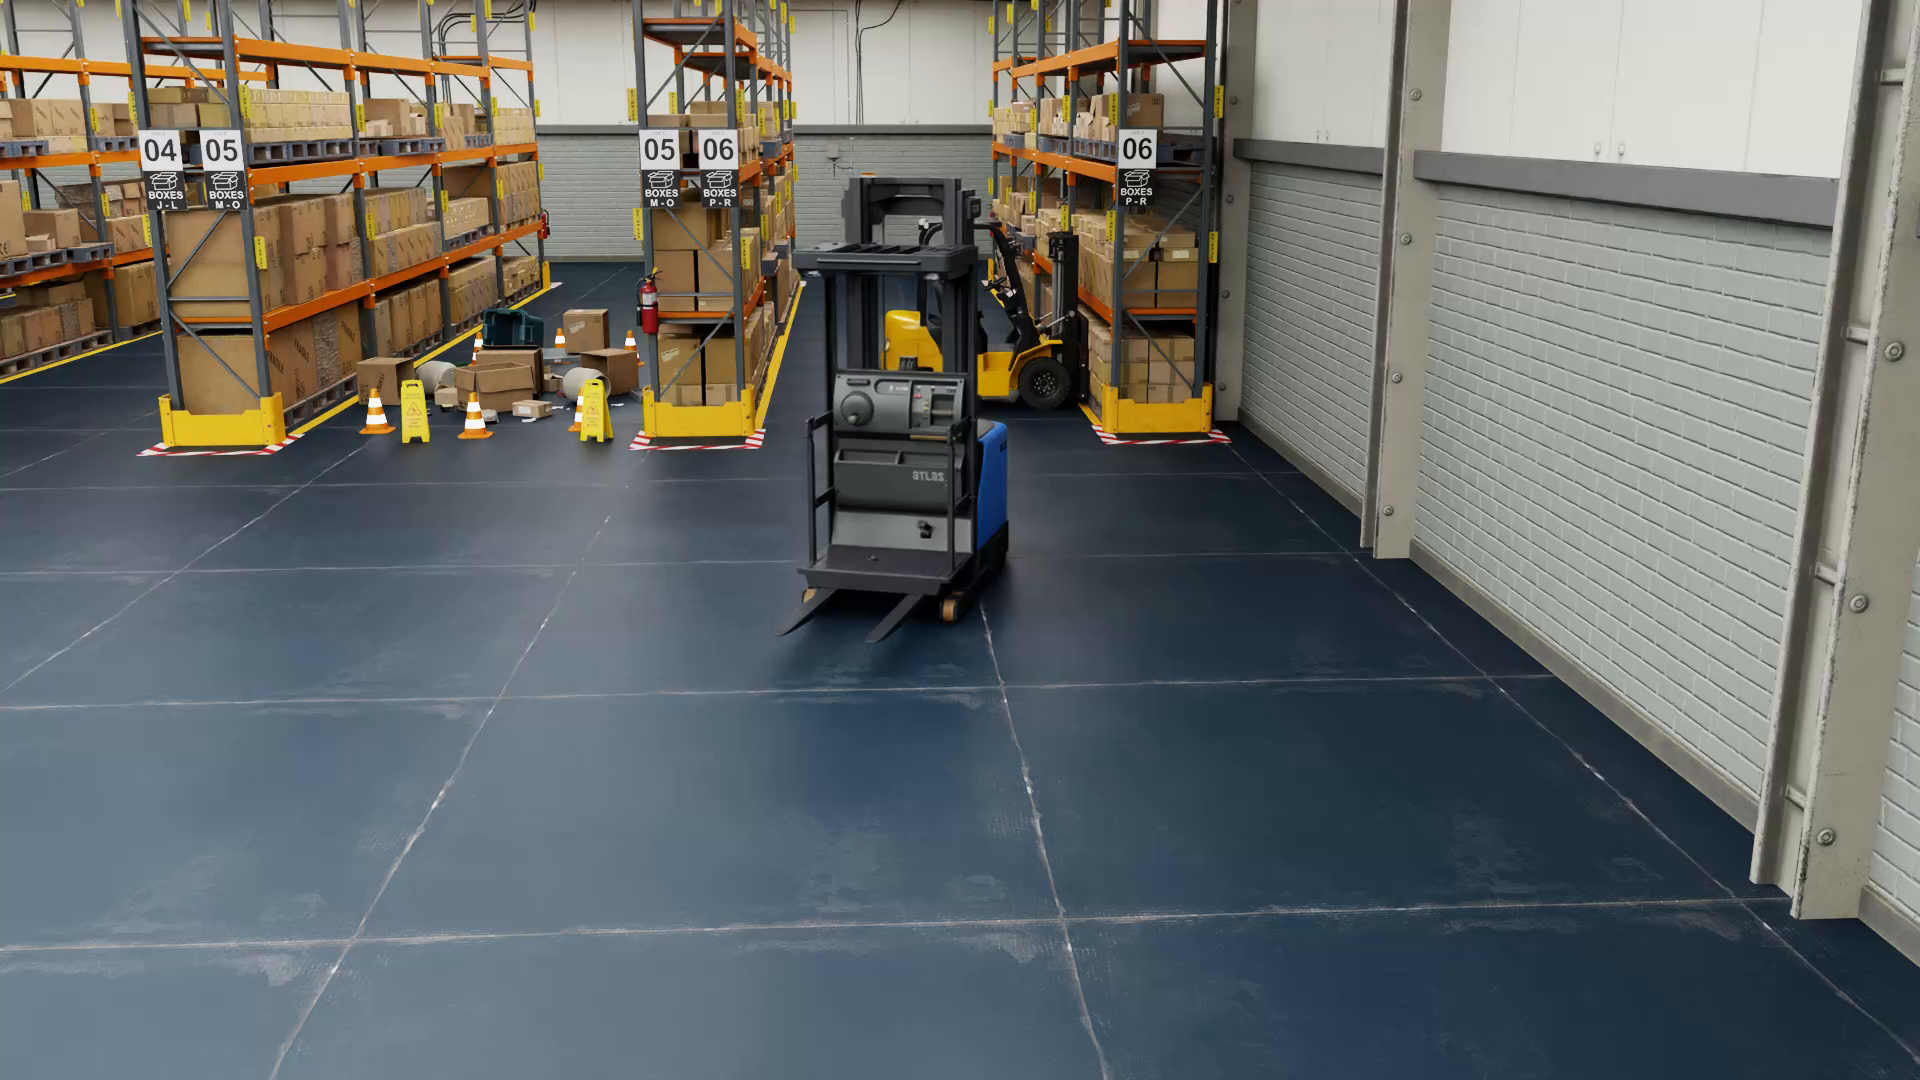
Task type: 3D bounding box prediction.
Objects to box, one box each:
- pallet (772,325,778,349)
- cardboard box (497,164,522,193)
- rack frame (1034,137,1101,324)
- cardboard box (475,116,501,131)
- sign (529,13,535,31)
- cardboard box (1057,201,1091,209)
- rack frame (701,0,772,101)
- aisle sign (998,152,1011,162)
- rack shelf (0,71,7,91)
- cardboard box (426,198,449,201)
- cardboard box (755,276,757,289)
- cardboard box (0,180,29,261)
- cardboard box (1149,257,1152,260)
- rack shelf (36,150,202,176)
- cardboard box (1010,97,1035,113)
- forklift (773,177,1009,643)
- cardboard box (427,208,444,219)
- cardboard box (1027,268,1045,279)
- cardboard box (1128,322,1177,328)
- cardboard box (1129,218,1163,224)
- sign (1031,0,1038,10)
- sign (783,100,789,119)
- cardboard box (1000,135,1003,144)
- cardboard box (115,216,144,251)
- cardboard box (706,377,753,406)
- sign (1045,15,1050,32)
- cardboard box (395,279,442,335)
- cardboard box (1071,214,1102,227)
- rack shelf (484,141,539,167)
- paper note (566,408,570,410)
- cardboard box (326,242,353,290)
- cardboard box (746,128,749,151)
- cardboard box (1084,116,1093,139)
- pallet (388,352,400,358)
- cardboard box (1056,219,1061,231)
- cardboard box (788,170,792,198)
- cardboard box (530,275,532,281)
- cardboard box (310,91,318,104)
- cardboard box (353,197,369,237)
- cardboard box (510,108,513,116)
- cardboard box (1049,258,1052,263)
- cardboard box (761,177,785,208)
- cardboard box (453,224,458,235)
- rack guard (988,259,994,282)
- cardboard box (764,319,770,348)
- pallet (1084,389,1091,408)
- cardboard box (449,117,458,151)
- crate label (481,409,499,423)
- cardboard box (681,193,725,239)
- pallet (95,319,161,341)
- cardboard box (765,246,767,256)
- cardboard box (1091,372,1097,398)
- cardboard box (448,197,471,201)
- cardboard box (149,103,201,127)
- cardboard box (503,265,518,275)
[{"bbox_3d":[-3.254,-3.033,24.892,1.003,0.211,1.213,-1,14,-3],"label":"pallet"},{"bbox_3d":[-8.346,-6.646,30.534,0.500,0.500,0.500,-1,14,-5],"label":"cardboard box"},{"bbox_3d":[1.653,-4.656,25.602,1.000,3.000,0.127,-1,14,-3],"label":"rack frame"},{"bbox_3d":[-8.274,-7.217,28.834,0.500,0.250,0.500,0,14,-2],"label":"cardboard box"},{"bbox_3d":[-8.176,-9.904,31.769,0.100,0.325,0.005,-1,14,-3],"label":"sign"},{"bbox_3d":[1.777,-5.038,26.044,0.500,0.500,0.500,0,14,-1],"label":"cardboard box"},{"bbox_3d":[-3.301,-7.484,24.553,1.000,3.000,0.127,-1,14,-3],"label":"rack frame"},{"bbox_3d":[0.860,-7.917,33.059,0.394,0.787,0.004,-1,14,-3],"label":"aisle sign"},{"bbox_3d":[-18.507,-8.204,29.600,1.077,0.370,4.000,-1,14,-3],"label":"rack shelf"},{"bbox_3d":[-8.918,-5.736,28.269,0.380,0.149,0.250,0,14,-1],"label":"cardboard box"},{"bbox_3d":[-2.663,-3.134,20.191,0.380,0.149,0.250,-1,14,-4],"label":"cardboard box"},{"bbox_3d":[-12.854,-4.124,21.489,1.000,1.000,1.000,-1,14,-3],"label":"cardboard box"},{"bbox_3d":[2.340,-2.971,18.854,0.500,0.500,0.500,0,14,-2],"label":"cardboard box"},{"bbox_3d":[-13.316,-6.027,26.355,1.077,0.370,4.000,-1,14,-3],"label":"rack shelf"},{"bbox_3d":[1.075,-7.498,28.660,0.396,0.266,0.258,-1,14,-4],"label":"cardboard box"},{"bbox_3d":[-0.476,-0.962,11.383,1.130,2.935,3.031,4,15,14],"label":"forklift"},{"bbox_3d":[-8.071,-4.966,25.273,0.380,0.149,0.250,-1,14,-3],"label":"cardboard box"},{"bbox_3d":[1.315,-4.412,27.526,0.380,0.149,0.250,-2,15,-6],"label":"cardboard box"},{"bbox_3d":[2.253,-2.393,19.478,0.500,0.250,0.500,-1,14,-4],"label":"cardboard box"},{"bbox_3d":[2.304,-3.903,20.576,0.380,0.149,0.250,-1,14,-5],"label":"cardboard box"},{"bbox_3d":[1.112,-8.041,24.686,0.100,0.325,0.005,-1,14,-3],"label":"sign"},{"bbox_3d":[-3.008,-7.439,28.731,0.100,0.325,0.005,-1,14,-3],"label":"sign"},{"bbox_3d":[0.943,-7.511,31.182,0.380,0.149,0.250,-1,14,-3],"label":"cardboard box"},{"bbox_3d":[-12.985,-4.727,25.678,0.500,0.500,0.500,-1,14,-5],"label":"cardboard box"},{"bbox_3d":[-2.579,-1.665,18.654,0.500,0.250,0.500,-1,14,-4],"label":"cardboard box"},{"bbox_3d":[1.712,-10.083,32.465,0.100,0.325,0.005,-1,14,-3],"label":"sign"},{"bbox_3d":[-8.288,-3.438,24.540,1.050,0.750,0.750,-1,14,-4],"label":"cardboard box"},{"bbox_3d":[1.624,-4.084,21.279,0.380,0.149,0.250,-1,14,-2],"label":"cardboard box"},{"bbox_3d":[-8.607,-7.073,30.421,1.077,0.370,4.000,-1,14,-3],"label":"rack shelf"},{"bbox_3d":[-4.588,-1.538,19.483,0.032,0.001,0.123,-1,14,-3],"label":"paper note"},{"bbox_3d":[-7.896,-3.327,20.135,0.875,0.550,0.550,-1,14,-3],"label":"cardboard box"},{"bbox_3d":[-2.649,-4.495,18.663,0.500,0.250,0.500,0,14,-2],"label":"cardboard box"},{"bbox_3d":[1.689,-4.927,19.861,0.396,0.266,0.258,-1,14,-5],"label":"cardboard box"},{"bbox_3d":[-8.111,-2.322,22.128,1.003,0.211,1.213,-1,14,-3],"label":"pallet"},{"bbox_3d":[1.512,-4.294,22.693,0.380,0.149,0.250,-1,14,-5],"label":"cardboard box"},{"bbox_3d":[-3.440,-6.732,31.463,0.500,0.500,0.500,-1,14,-4],"label":"cardboard box"},{"bbox_3d":[-8.443,-5.032,31.942,0.380,0.149,0.250,-1,14,-4],"label":"cardboard box"},{"bbox_3d":[-7.569,-5.051,18.978,0.380,0.149,0.250,-1,14,-4],"label":"cardboard box"},{"bbox_3d":[-8.024,-4.138,21.382,0.700,0.500,0.500,-1,14,-4],"label":"cardboard box"},{"bbox_3d":[-8.322,-7.755,30.126,0.380,0.149,0.250,-1,14,-5],"label":"cardboard box"},{"bbox_3d":[1.532,-4.087,23.692,0.500,0.250,0.500,0,14,-2],"label":"cardboard box"},{"bbox_3d":[-3.231,-5.870,28.113,0.500,0.500,0.500,-1,14,-2],"label":"cardboard box"},{"bbox_3d":[-8.114,-4.874,26.110,0.380,0.149,0.250,0,14,-1],"label":"cardboard box"},{"bbox_3d":[1.162,-5.416,33.573,1.175,0.500,0.348,-1,14,-3],"label":"rack guard"},{"bbox_3d":[-3.136,-2.823,22.911,0.950,0.372,0.625,0,14,0],"label":"cardboard box"},{"bbox_3d":[1.987,-1.808,20.130,1.003,0.211,1.213,-1,14,-3],"label":"pallet"},{"bbox_3d":[-8.043,-6.248,25.570,0.500,0.500,0.500,-1,14,-3],"label":"cardboard box"},{"bbox_3d":[-5.317,-1.382,18.624,0.250,0.136,0.298,-9,17,-32],"label":"crate label"},{"bbox_3d":[-3.106,-3.766,19.341,0.700,0.500,0.500,-1,14,-4],"label":"cardboard box"},{"bbox_3d":[-13.166,-3.272,25.820,1.003,0.211,1.213,-1,14,-3],"label":"pallet"},{"bbox_3d":[-2.779,-3.870,22.208,0.380,0.149,0.250,-1,14,-2],"label":"cardboard box"},{"bbox_3d":[1.783,-1.774,19.076,0.500,0.250,0.500,-1,14,-3],"label":"cardboard box"},{"bbox_3d":[-8.795,-5.780,29.173,0.500,0.500,0.500,-1,14,-3],"label":"cardboard box"},{"bbox_3d":[-8.049,-4.380,17.172,0.500,0.250,0.500,-1,14,-3],"label":"cardboard box"},{"bbox_3d":[-8.294,-4.932,30.359,0.380,0.149,0.250,-1,14,-2],"label":"cardboard box"}]
